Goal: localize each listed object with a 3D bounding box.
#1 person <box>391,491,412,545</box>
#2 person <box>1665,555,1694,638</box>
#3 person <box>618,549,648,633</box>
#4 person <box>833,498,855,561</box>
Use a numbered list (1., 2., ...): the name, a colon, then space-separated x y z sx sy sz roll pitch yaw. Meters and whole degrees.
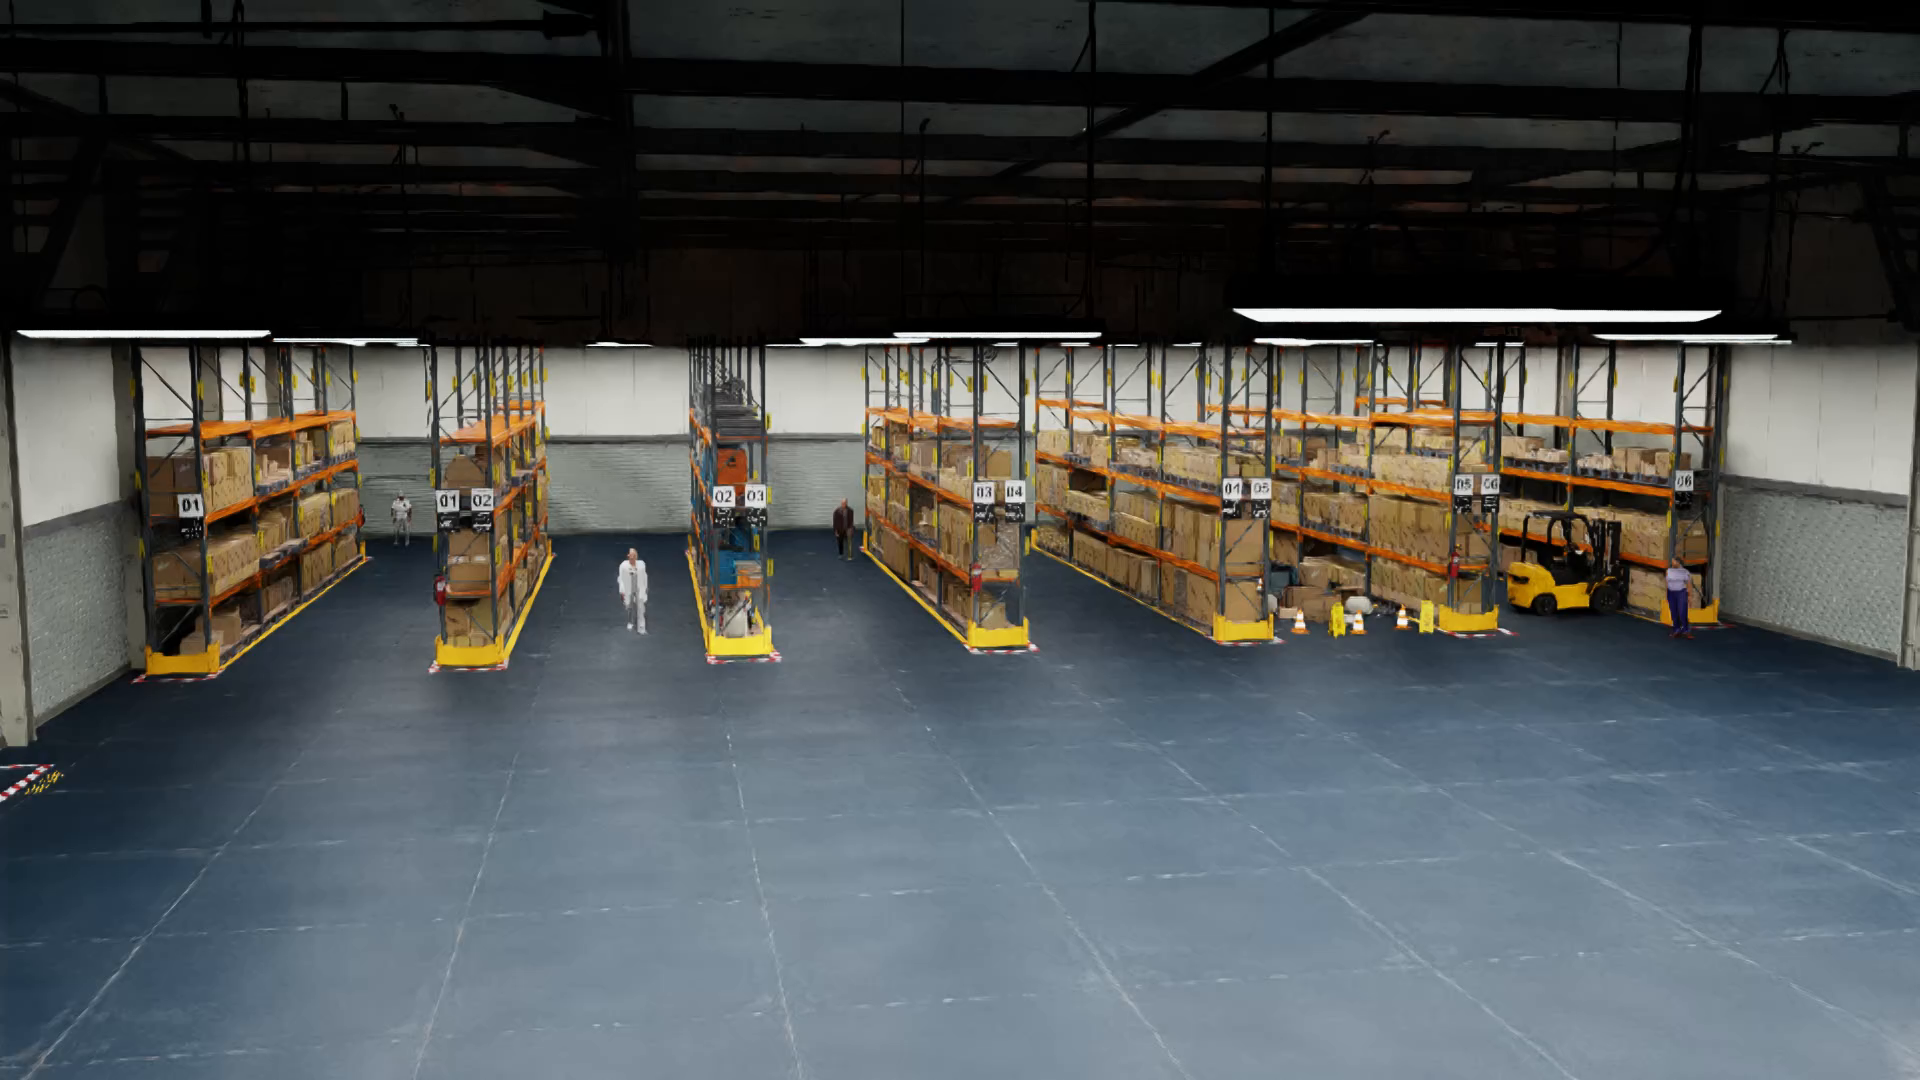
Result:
1. person: -16.311 -0.641 48.585 0.592 1.629 0.532 -2 7 -13
2. person: 14.297 1.122 33.025 0.402 1.641 0.602 -5 8 -39
3. person: -6.596 1.012 33.590 0.601 1.696 1.185 -1 7 -12
4. person: -3.147 -0.307 45.135 0.598 1.698 1.193 -1 7 -8
